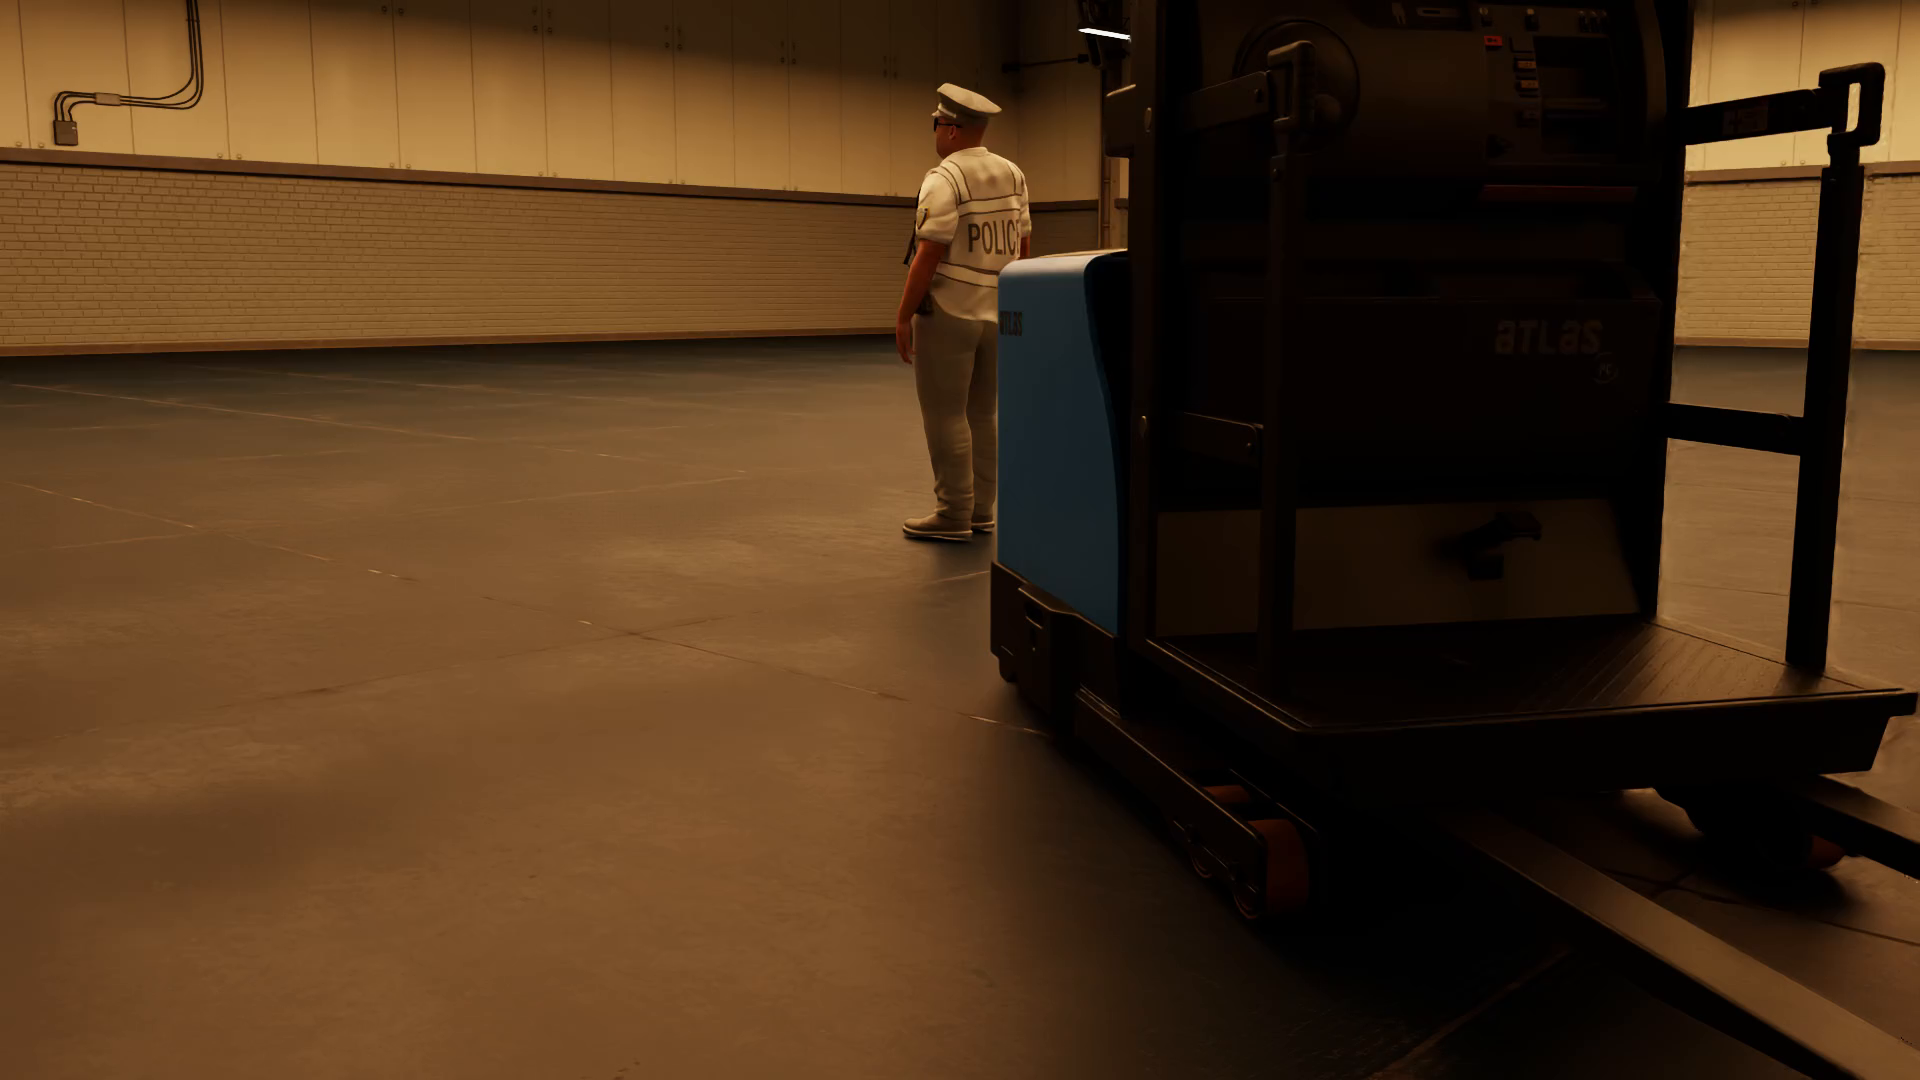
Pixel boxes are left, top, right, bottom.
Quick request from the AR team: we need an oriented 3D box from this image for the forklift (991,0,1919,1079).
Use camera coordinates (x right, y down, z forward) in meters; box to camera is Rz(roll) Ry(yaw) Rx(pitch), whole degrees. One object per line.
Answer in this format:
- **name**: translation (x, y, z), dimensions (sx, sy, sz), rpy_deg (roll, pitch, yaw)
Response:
- **forklift**: translation (0.917, -0.900, 2.851), dimensions (1.130, 2.935, 3.031), rpy_deg (-2, 9, -13)

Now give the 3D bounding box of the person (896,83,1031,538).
- **person**: translation (-0.047, -0.896, 6.646), dimensions (0.575, 1.778, 0.640), rpy_deg (8, 12, 43)
